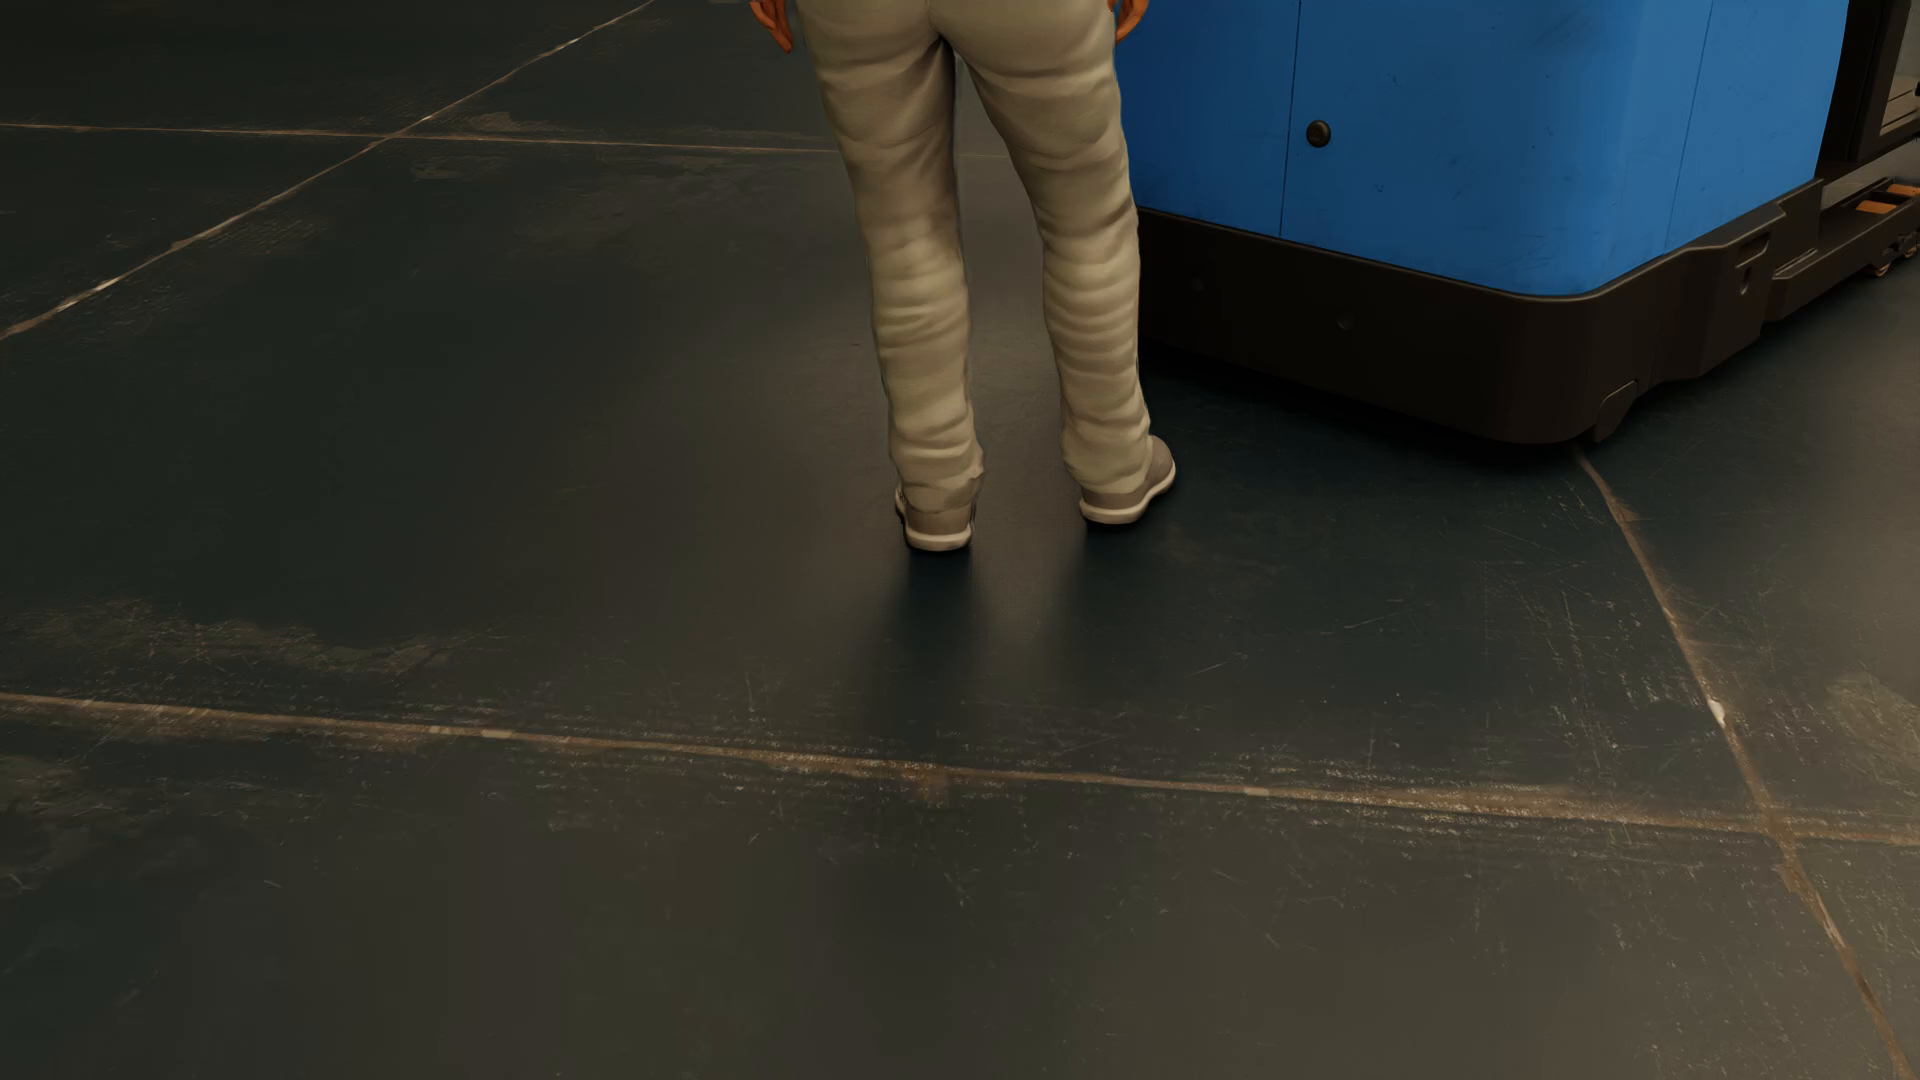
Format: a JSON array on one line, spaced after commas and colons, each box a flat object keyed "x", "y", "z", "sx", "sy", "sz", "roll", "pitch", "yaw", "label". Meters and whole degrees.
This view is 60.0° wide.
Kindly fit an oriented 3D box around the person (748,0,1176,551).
[{"x": 0.015, "y": -0.785, "z": 2.213, "sx": 0.621, "sy": 1.669, "sz": 0.525, "roll": 4, "pitch": 27, "yaw": 8, "label": "person"}]

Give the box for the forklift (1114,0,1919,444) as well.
[{"x": 1.580, "y": -2.029, "z": 3.284, "sx": 1.130, "sy": 2.935, "sz": 3.031, "roll": 23, "pitch": 35, "yaw": 38, "label": "forklift"}]
